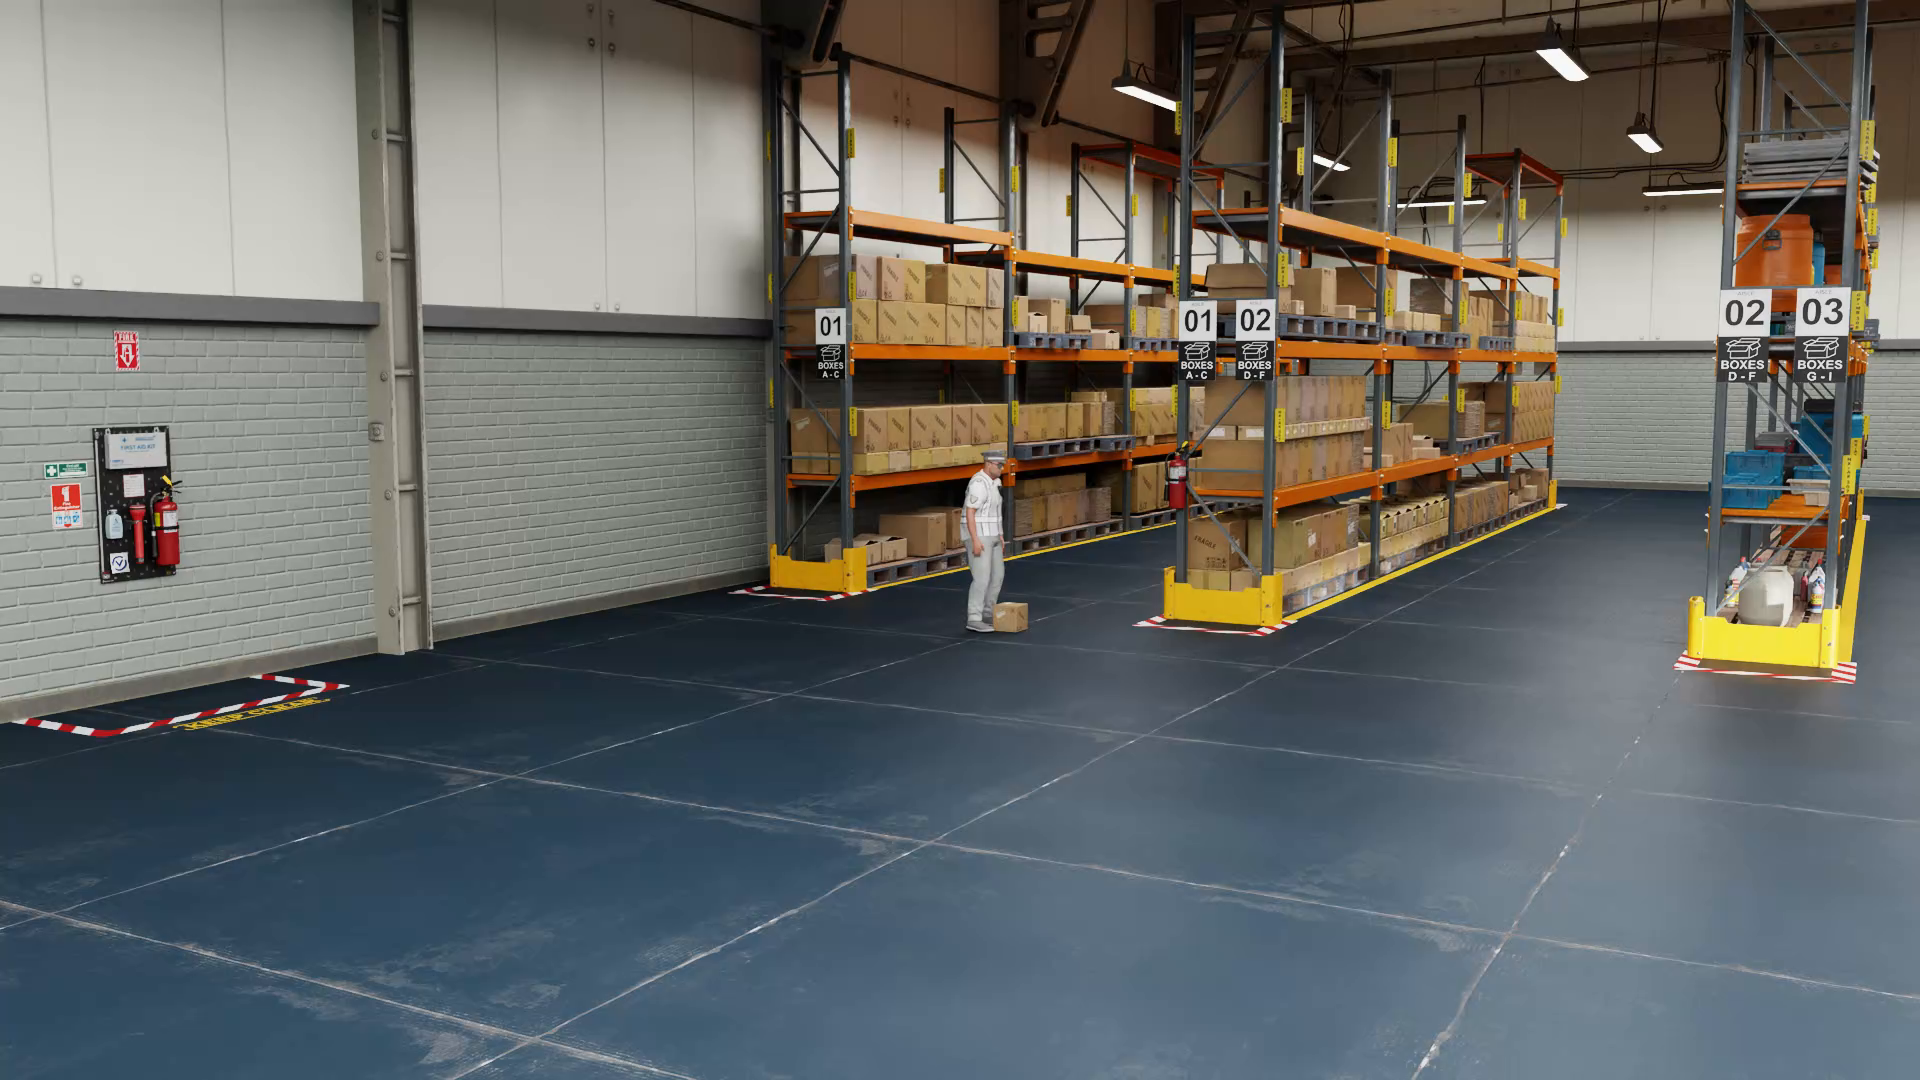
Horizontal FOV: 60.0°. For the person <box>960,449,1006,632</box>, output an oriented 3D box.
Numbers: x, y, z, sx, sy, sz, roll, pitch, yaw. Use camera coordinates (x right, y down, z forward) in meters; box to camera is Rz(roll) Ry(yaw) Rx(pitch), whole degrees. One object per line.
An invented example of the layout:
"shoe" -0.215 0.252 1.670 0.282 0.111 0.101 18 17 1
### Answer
"person" 0.240 -0.010 16.188 0.437 1.747 0.583 3 7 28
